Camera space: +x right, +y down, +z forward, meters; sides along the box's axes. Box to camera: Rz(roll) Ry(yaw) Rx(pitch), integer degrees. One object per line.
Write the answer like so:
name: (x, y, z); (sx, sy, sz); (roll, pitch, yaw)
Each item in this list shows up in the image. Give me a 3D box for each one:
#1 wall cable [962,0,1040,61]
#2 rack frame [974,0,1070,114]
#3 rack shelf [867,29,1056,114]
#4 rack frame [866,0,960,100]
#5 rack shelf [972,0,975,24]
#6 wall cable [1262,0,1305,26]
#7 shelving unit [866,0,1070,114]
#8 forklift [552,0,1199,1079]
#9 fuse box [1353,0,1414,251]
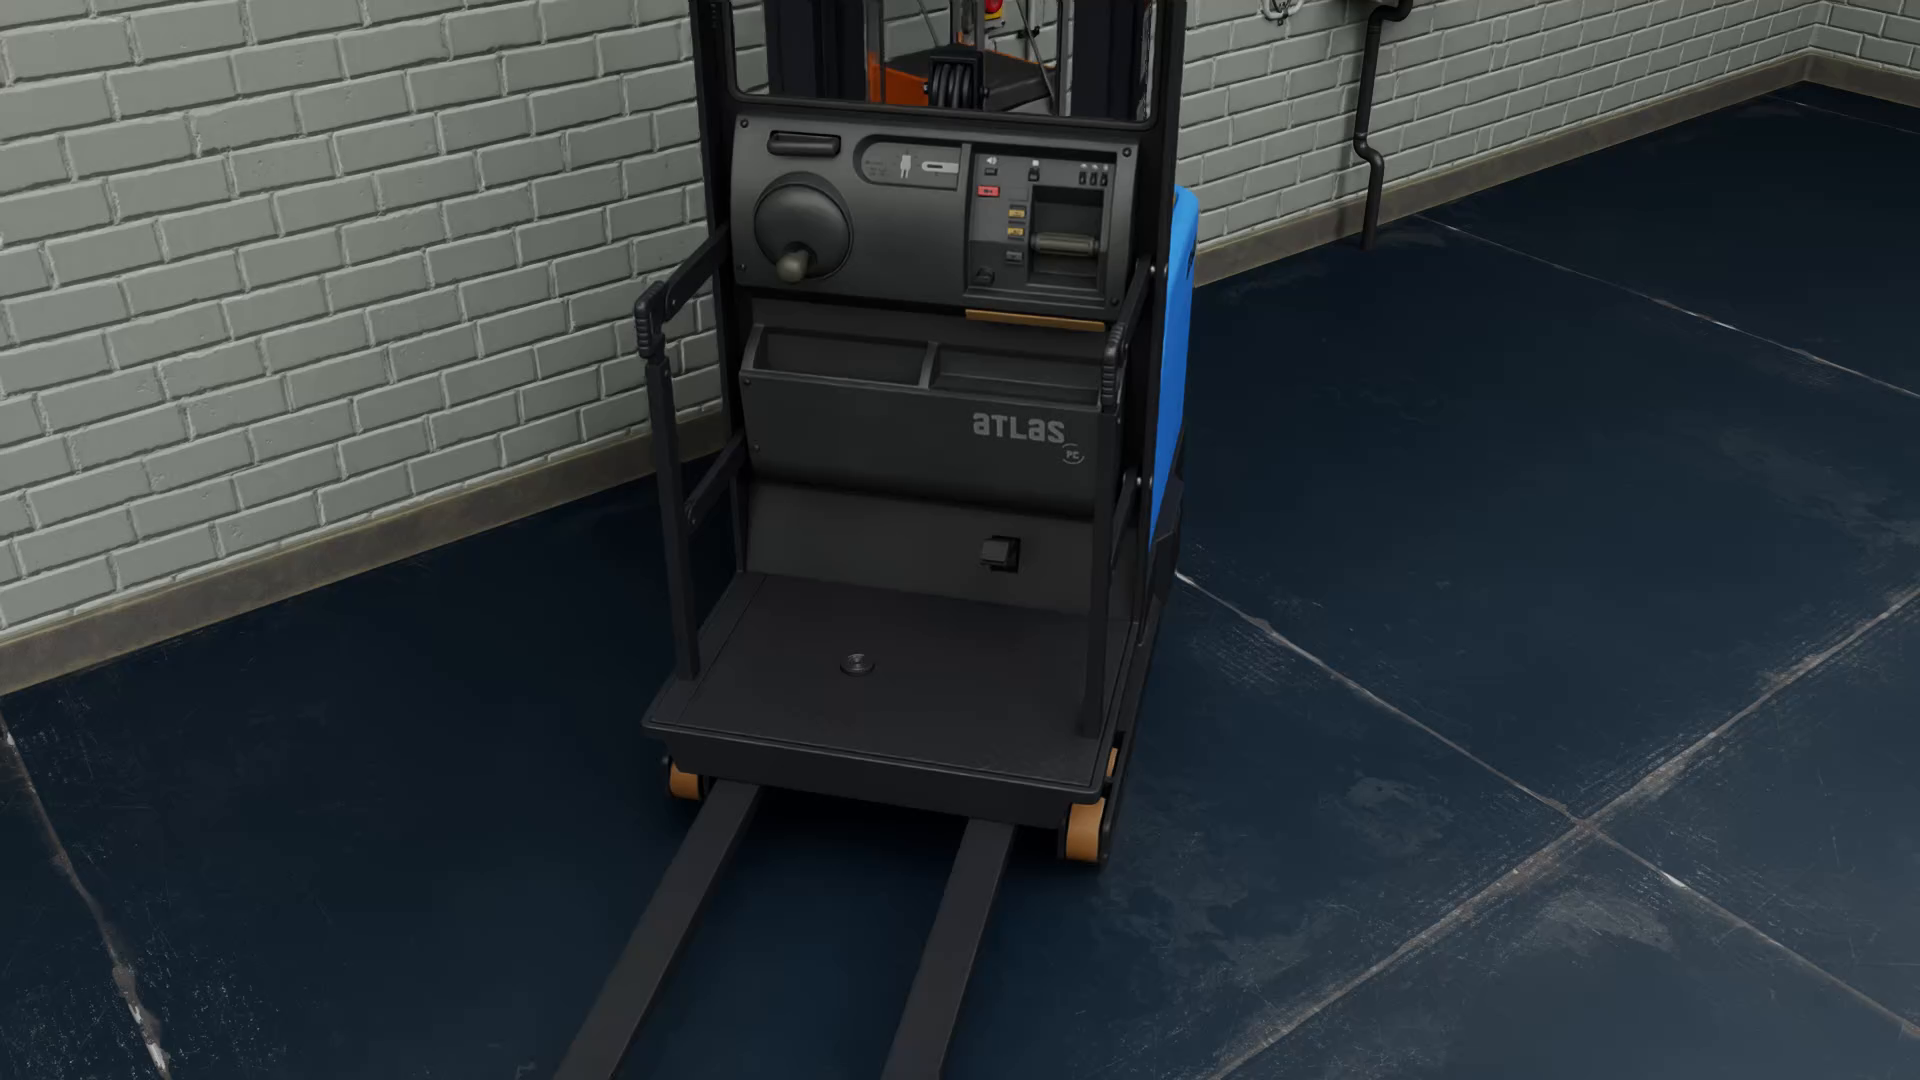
wall cable: (0.077, -2.378, 5.243); (0.585, 1.953, 0.123); (-22, 38, -31)
rack frame: (0.191, -1.232, 5.244); (0.400, 2.100, 0.015); (-27, 41, -36)
rack shelf: (0.022, -1.313, 5.400); (0.431, 0.518, 0.480); (-27, 41, -36)
rack frame: (-0.147, -1.418, 5.543); (0.400, 2.100, 0.015); (-27, 41, -36)
rack shelf: (0.022, -1.908, 5.031); (0.431, 0.518, 0.480); (-27, 41, -36)
wall cable: (1.191, -2.828, 5.998); (0.588, 1.984, 0.122); (-22, 38, -31)
shelving unit: (0.022, -1.325, 5.393); (0.431, 2.100, 0.503); (-27, 41, -36)
forklift: (-0.116, -0.690, 3.583); (1.130, 2.935, 3.031); (7, 33, 11)
fuse box: (1.826, -2.004, 6.856); (0.539, 1.711, 0.414); (-22, 38, -31)
